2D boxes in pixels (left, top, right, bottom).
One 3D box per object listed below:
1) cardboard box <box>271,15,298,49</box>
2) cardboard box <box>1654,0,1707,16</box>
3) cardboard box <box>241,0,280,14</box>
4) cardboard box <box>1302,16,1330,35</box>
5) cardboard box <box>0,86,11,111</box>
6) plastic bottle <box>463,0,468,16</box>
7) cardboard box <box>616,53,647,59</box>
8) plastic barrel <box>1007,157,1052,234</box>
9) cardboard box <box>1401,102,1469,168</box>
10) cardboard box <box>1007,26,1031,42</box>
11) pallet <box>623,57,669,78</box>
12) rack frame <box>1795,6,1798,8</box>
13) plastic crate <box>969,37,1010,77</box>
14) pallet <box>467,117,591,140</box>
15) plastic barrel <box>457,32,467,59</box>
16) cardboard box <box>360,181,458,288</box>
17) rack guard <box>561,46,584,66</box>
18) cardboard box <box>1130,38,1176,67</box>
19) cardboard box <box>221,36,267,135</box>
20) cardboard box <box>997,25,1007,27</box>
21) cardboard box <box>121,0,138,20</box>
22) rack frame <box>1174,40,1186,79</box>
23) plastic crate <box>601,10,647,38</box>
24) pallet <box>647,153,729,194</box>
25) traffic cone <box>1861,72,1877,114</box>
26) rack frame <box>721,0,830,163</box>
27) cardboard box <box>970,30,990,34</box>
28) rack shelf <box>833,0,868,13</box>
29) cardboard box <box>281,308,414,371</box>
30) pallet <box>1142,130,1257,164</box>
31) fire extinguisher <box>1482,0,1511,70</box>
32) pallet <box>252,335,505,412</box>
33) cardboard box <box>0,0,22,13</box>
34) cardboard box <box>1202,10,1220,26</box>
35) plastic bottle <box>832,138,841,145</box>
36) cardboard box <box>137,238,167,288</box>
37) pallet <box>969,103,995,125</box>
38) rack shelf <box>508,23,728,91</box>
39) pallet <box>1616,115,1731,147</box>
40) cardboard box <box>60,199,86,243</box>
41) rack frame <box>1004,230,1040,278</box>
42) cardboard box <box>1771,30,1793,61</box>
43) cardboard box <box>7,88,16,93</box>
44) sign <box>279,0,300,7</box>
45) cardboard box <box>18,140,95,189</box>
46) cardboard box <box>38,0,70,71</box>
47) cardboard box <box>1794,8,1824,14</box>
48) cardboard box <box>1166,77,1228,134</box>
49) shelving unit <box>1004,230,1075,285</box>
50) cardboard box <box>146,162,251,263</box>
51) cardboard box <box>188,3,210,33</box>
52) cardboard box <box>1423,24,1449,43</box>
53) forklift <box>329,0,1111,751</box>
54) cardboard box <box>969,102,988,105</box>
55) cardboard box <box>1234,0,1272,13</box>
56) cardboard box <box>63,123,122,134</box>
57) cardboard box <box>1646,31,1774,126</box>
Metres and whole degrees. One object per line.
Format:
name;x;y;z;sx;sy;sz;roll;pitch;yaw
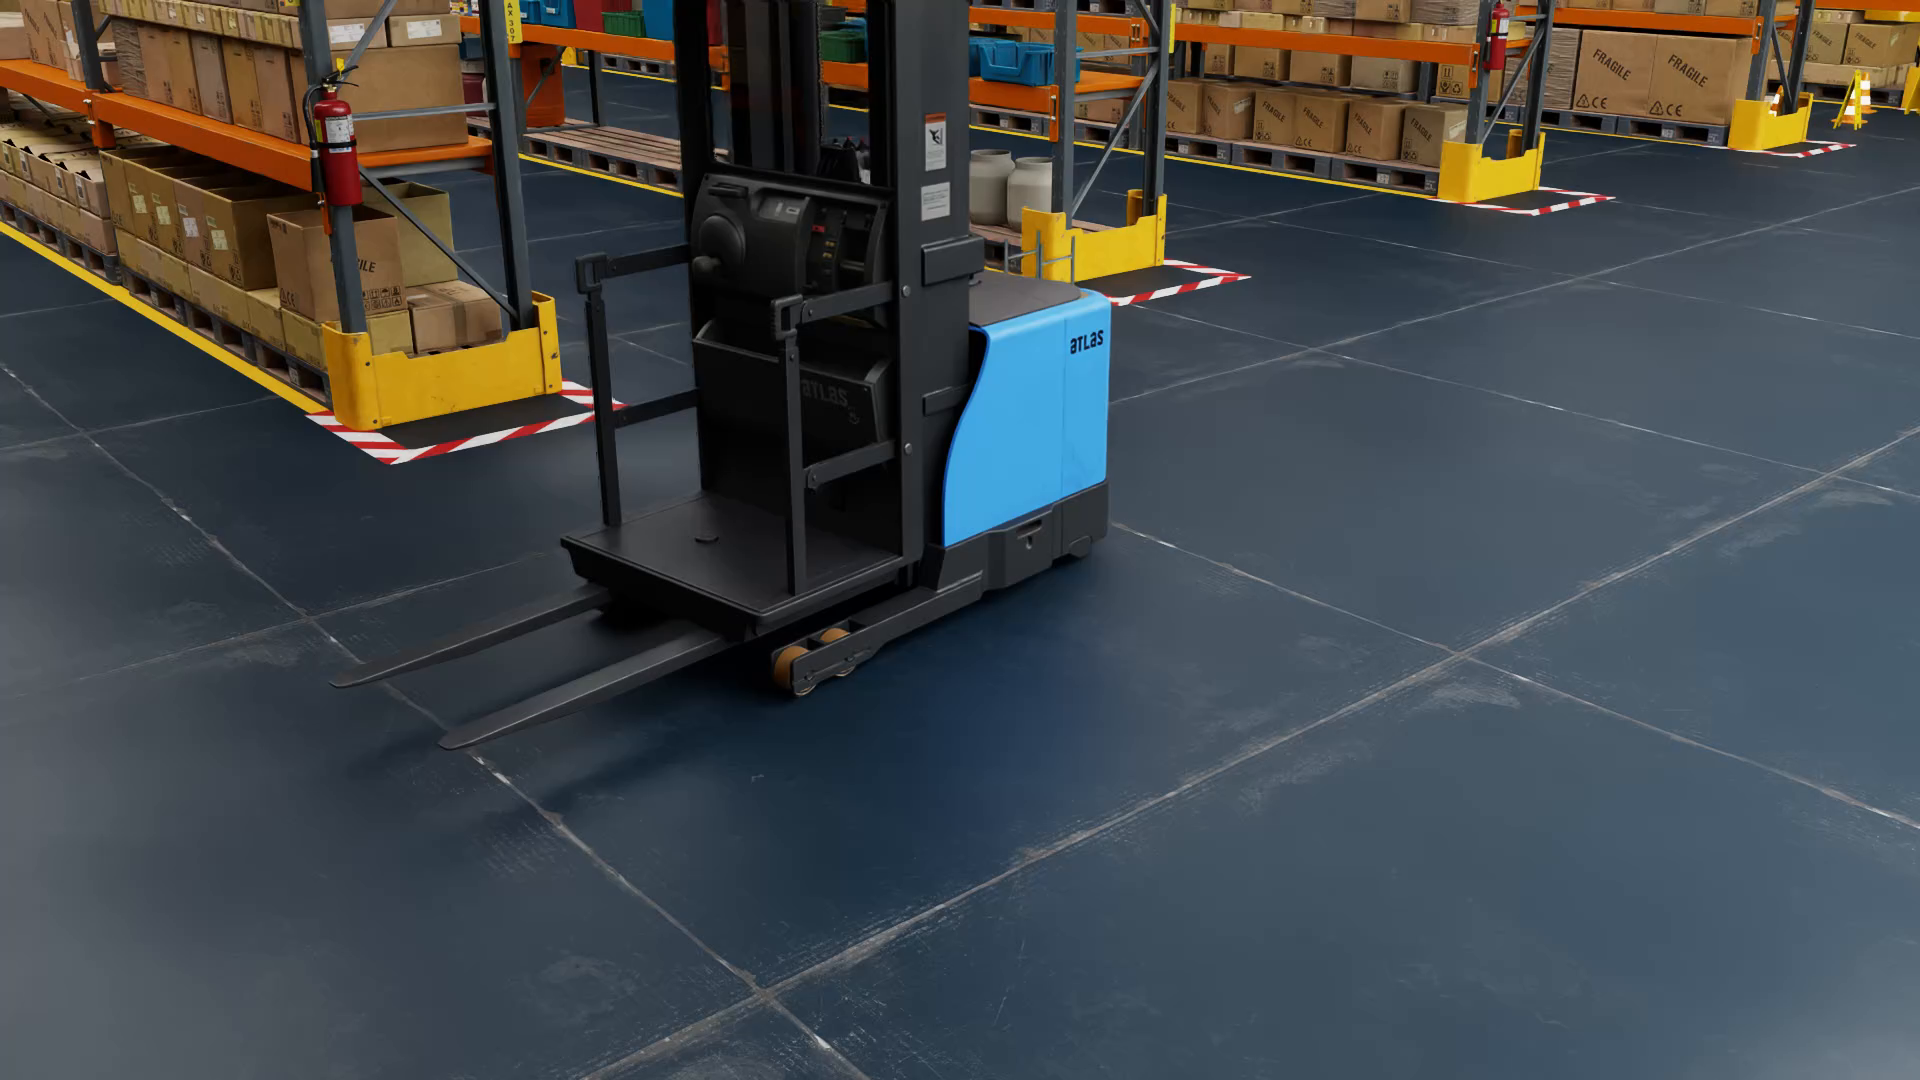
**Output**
cardboard box;-3.280;-2.609;8.506;0.380;0.149;0.250;-17;27;-36
cardboard box;7.965;-5.947;17.849;0.875;0.550;0.550;-17;27;-37
cardboard box;-3.391;-3.070;8.793;0.700;0.500;0.500;-18;28;-39
cardboard box;3.392;-4.788;15.439;0.380;0.149;0.250;-17;27;-37
cardboard box;-8.764;-3.946;14.742;0.500;0.250;0.500;-16;27;-35
plastic bottle;-5.171;-5.615;17.480;0.097;0.201;0.097;0;21;0
cardboard box;-4.579;-7.703;24.876;0.875;0.875;0.875;-17;27;-37
plastic barrel;0.553;-2.507;12.108;0.421;0.512;0.421;0;21;0
cardboard box;4.398;-3.694;15.154;0.500;0.500;0.500;-12;24;-28
cardboard box;1.065;-7.718;25.429;0.500;0.500;0.500;-16;27;-35
pallet;-4.278;-7.069;24.742;1.003;0.211;1.213;-17;27;-37
rack frame;13.448;-9.133;26.188;1.000;3.000;0.127;-17;27;-37
plastic crate;0.068;-3.485;11.973;0.499;0.251;0.408;-17;27;-37
pallet;-4.727;-4.426;17.996;1.003;0.211;1.213;-17;27;-37
plastic barrel;-5.988;-5.491;19.191;0.600;0.901;0.708;-17;27;-37
cardboard box;-3.223;-1.732;9.459;0.500;0.500;0.500;-17;27;-37
rack guard;-5.667;-7.749;26.083;1.175;0.500;0.348;-17;27;-37
cardboard box;2.767;-7.000;23.595;0.500;0.500;0.500;-18;27;-38
cardboard box;-3.675;-2.590;9.346;0.700;0.500;0.500;-17;27;-37
cardboard box;0.716;-8.244;26.436;0.380;0.149;0.250;-16;27;-35
cardboard box;-4.963;-3.322;10.325;0.380;0.149;0.250;-18;28;-39
rack frame;3.395;-7.849;22.910;1.000;3.000;0.127;-17;27;-37
plastic crate;-2.921;-4.727;15.231;0.450;0.188;0.662;-17;27;-37
pallet;-2.112;-3.321;15.174;1.003;0.211;1.213;-17;27;-37
traffic cone;11.043;-5.475;20.329;0.336;0.463;0.334;-17;27;-37
rack frame;-1.570;-4.412;14.135;1.000;3.000;0.127;-17;27;-37
cardboard box;0.031;-5.908;19.752;0.500;0.250;0.500;-16;27;-35
rack shelf;-1.734;-6.914;21.509;1.077;0.370;4.000;-17;27;-37
cardboard box;-3.288;-1.122;8.929;0.500;0.250;0.500;-17;27;-37
pallet;2.647;-4.115;17.202;1.003;0.211;1.213;-17;27;-37
fire extinguisher;4.519;-4.308;13.977;0.296;0.674;0.183;-17;27;-37
pallet;-3.245;-1.032;9.328;1.003;0.211;1.213;-17;27;-37
cardboard box;-8.433;-4.728;14.230;0.500;0.500;0.700;12;24;28
cardboard box;2.602;-5.141;16.342;0.380;0.149;0.250;-17;27;-37
plastic bottle;-1.041;-3.240;14.171;0.144;0.351;0.185;-17;27;-37
cardboard box;-4.930;-1.809;10.685;0.500;0.250;0.500;-17;27;-37
pallet;0.080;-5.181;19.923;1.003;0.211;1.213;-17;27;-37
rack shelf;-2.876;-4.629;15.677;1.077;0.370;4.000;-17;27;-37
pallet;8.035;-4.542;18.292;1.003;0.211;1.213;-17;27;-37
cardboard box;-6.144;-2.335;12.026;0.500;0.250;0.500;-18;28;-38
rack frame;0.262;-0.722;7.182;0.006;1.200;0.240;17;27;37
cardboard box;10.913;-6.553;21.768;0.500;0.500;0.500;-18;28;-39
cardboard box;-9.365;-4.140;16.264;0.500;0.500;0.500;-17;27;-37
sign;-3.134;-2.653;7.731;0.100;0.325;0.005;-17;27;-37
cardboard box;-6.800;-2.874;12.634;0.500;0.311;0.500;-18;28;-38
cardboard box;-6.485;-3.780;12.385;0.500;0.500;0.500;-17;27;-37
cardboard box;10.957;-6.799;21.508;0.380;0.149;0.250;-16;27;-35
cardboard box;2.413;-4.502;17.218;0.500;0.500;0.500;-18;28;-39
shelving unit;0.333;-0.701;7.127;0.189;1.200;0.258;17;27;37
cardboard box;-4.607;-2.019;10.192;0.500;0.500;0.500;-17;27;-37
cardboard box;-4.122;-2.965;9.416;0.380;0.149;0.250;-18;28;-38
cardboard box;4.288;-4.468;14.622;0.380;0.149;0.250;-17;27;-37
forklift;-0.740;-1.045;5.633;1.130;2.935;3.031;18;27;38
cardboard box;0.395;-5.406;19.499;0.500;0.500;0.700;20;29;41
cardboard box;3.131;-5.376;16.052;0.875;0.500;0.500;-17;27;-37
cardboard box;-7.063;-3.287;13.689;0.500;0.311;0.500;-18;28;-38
cardboard box;8.124;-5.016;18.016;0.875;0.875;0.875;-17;27;-37
